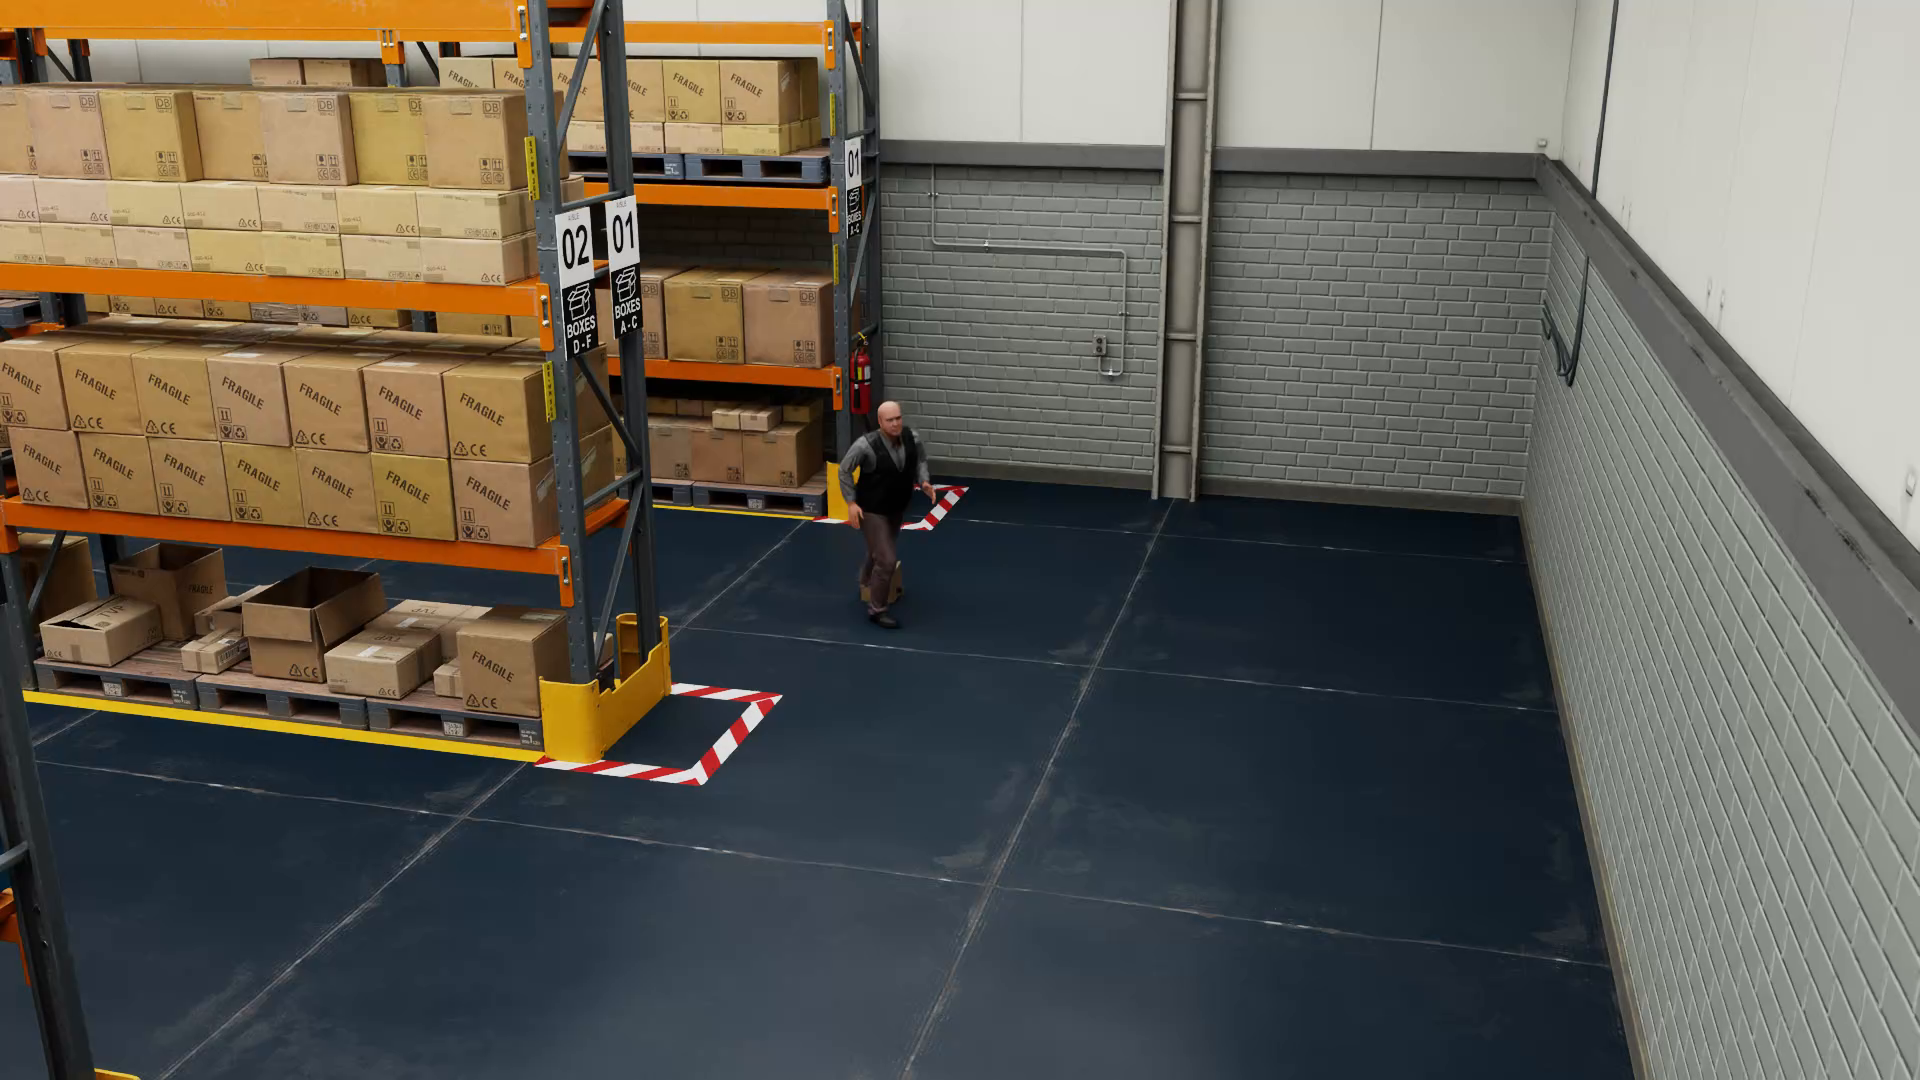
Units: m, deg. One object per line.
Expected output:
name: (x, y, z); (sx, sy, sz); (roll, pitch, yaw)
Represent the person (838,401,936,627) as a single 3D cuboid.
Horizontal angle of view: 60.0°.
person: (-0.514, -0.225, 11.894); (0.866, 1.656, 0.701); (16, 24, 39)
